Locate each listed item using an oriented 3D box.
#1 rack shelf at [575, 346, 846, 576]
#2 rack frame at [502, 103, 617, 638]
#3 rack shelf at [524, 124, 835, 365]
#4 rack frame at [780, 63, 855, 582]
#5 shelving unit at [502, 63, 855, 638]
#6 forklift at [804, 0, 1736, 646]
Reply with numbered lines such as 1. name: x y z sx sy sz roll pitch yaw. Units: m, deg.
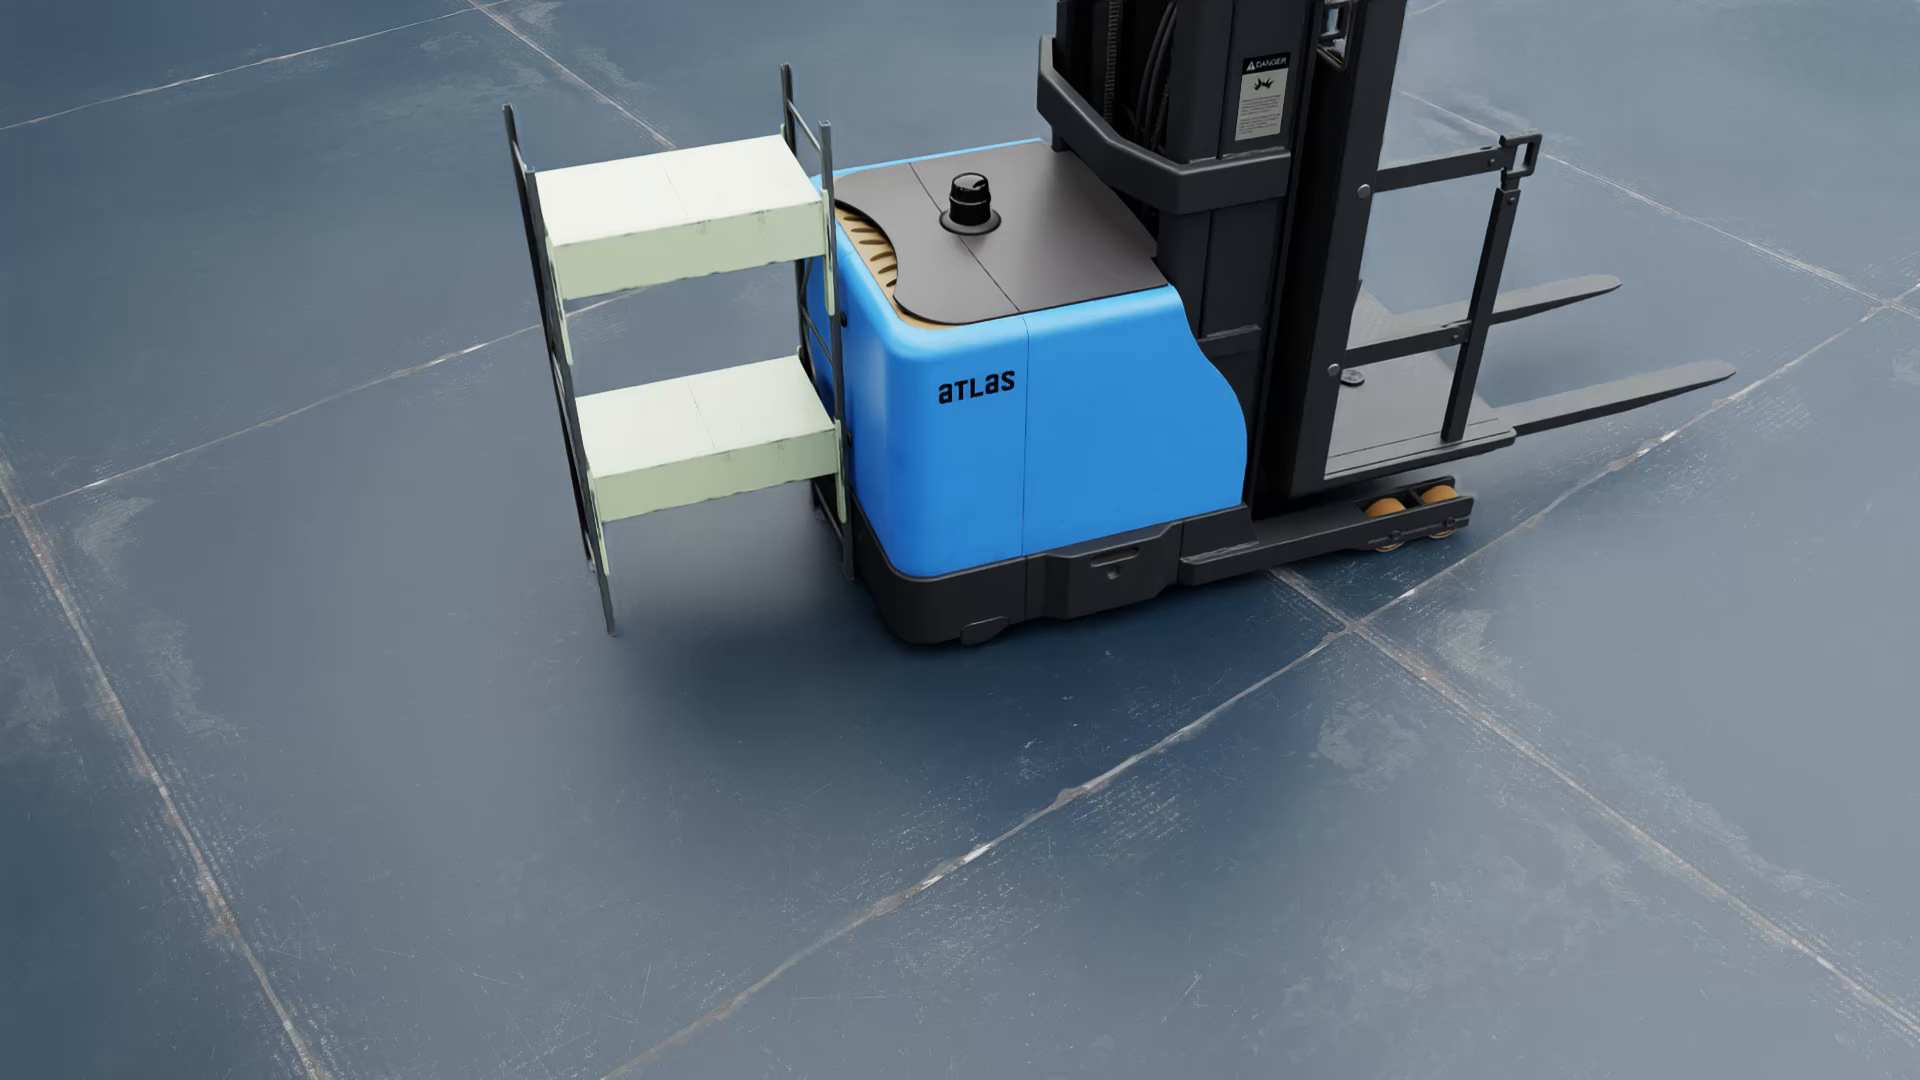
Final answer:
1. rack shelf: -0.745 -0.240 4.875 0.720 0.370 0.431 -13 41 -15
2. rack frame: -1.089 -0.413 4.571 0.023 1.500 0.400 -13 41 -15
3. rack shelf: -0.745 -0.794 4.420 0.720 0.370 0.431 -13 41 -15
4. rack frame: -0.401 -0.572 4.765 0.023 1.500 0.400 -13 41 -15
5. shelving unit: -0.745 -0.492 4.668 0.755 1.500 0.431 -13 41 -15
6. forklift: 1.077 -1.399 4.645 3.031 2.935 1.130 -13 41 -15
